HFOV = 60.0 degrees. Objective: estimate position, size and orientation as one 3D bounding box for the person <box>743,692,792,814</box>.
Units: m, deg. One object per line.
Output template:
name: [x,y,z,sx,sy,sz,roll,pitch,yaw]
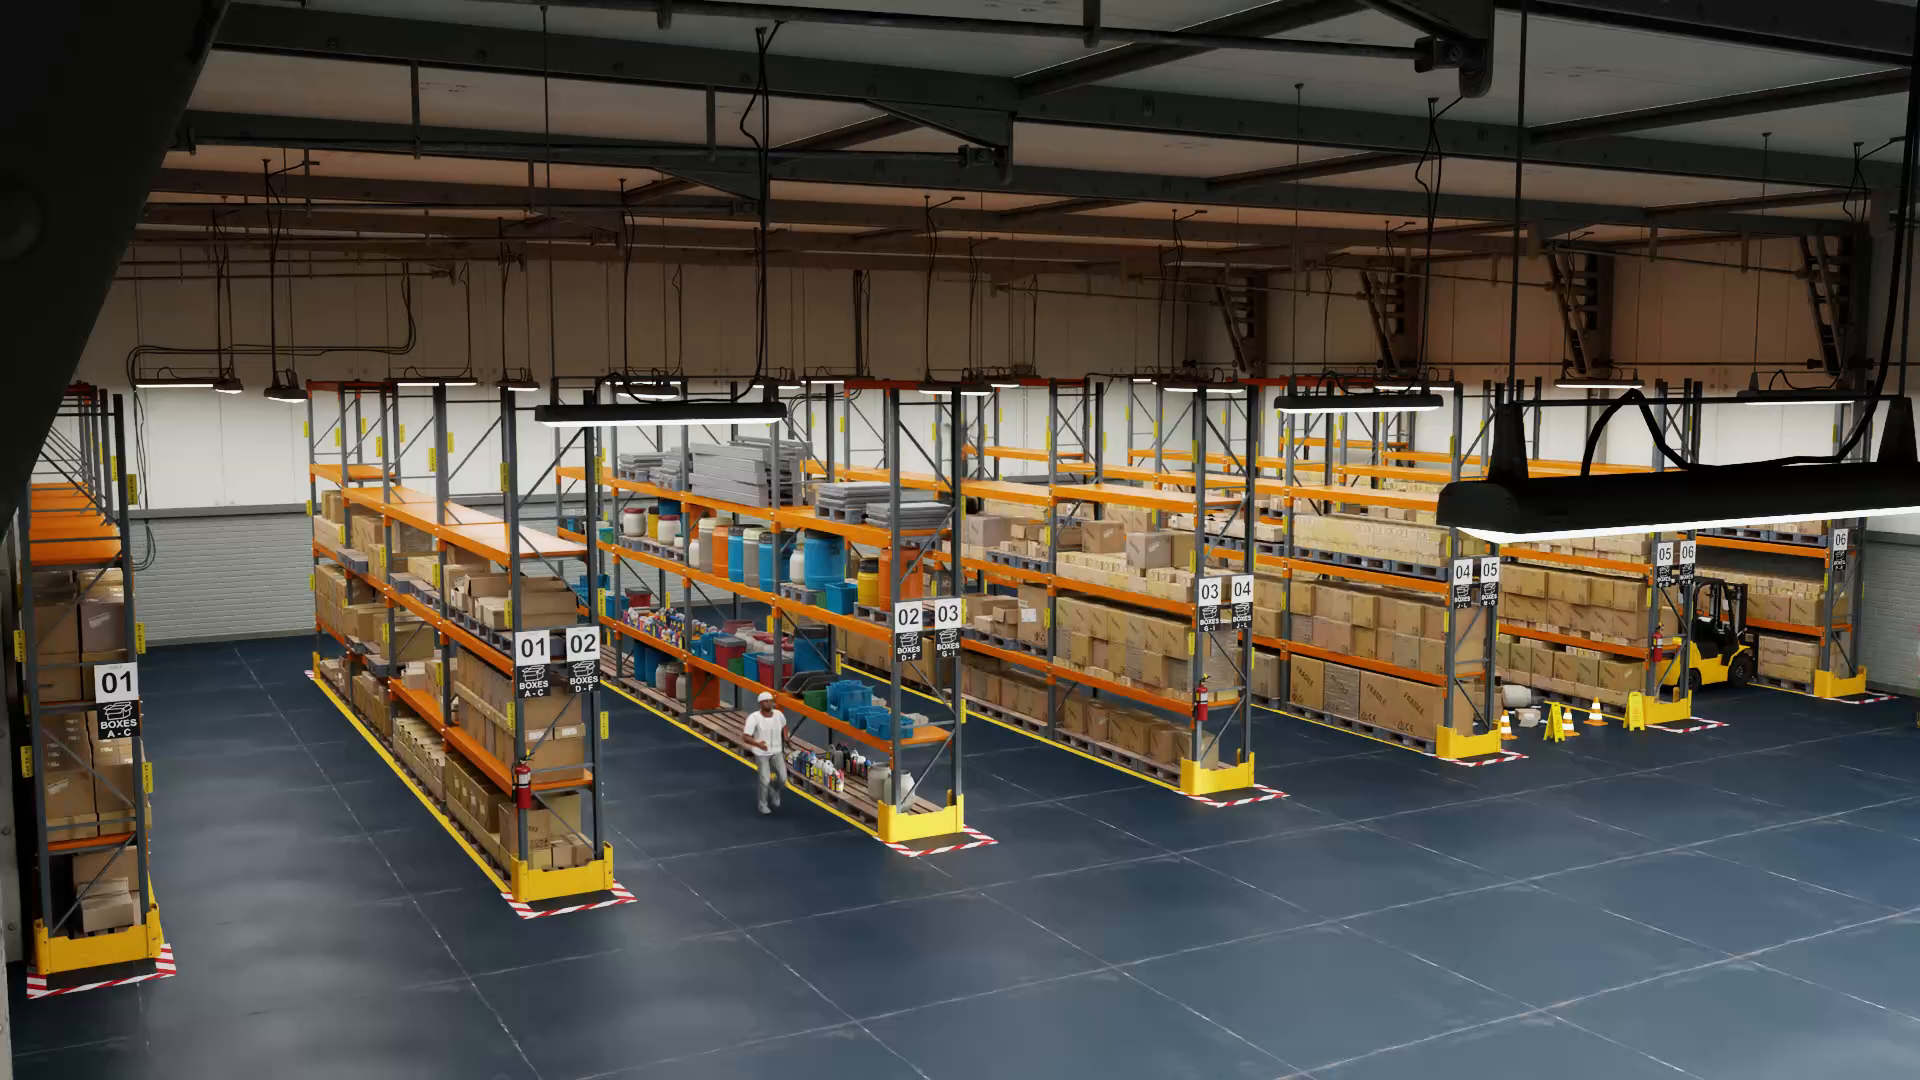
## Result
person: [-2.670,2.992,23.342,0.738,1.723,0.582,-3,7,-29]
